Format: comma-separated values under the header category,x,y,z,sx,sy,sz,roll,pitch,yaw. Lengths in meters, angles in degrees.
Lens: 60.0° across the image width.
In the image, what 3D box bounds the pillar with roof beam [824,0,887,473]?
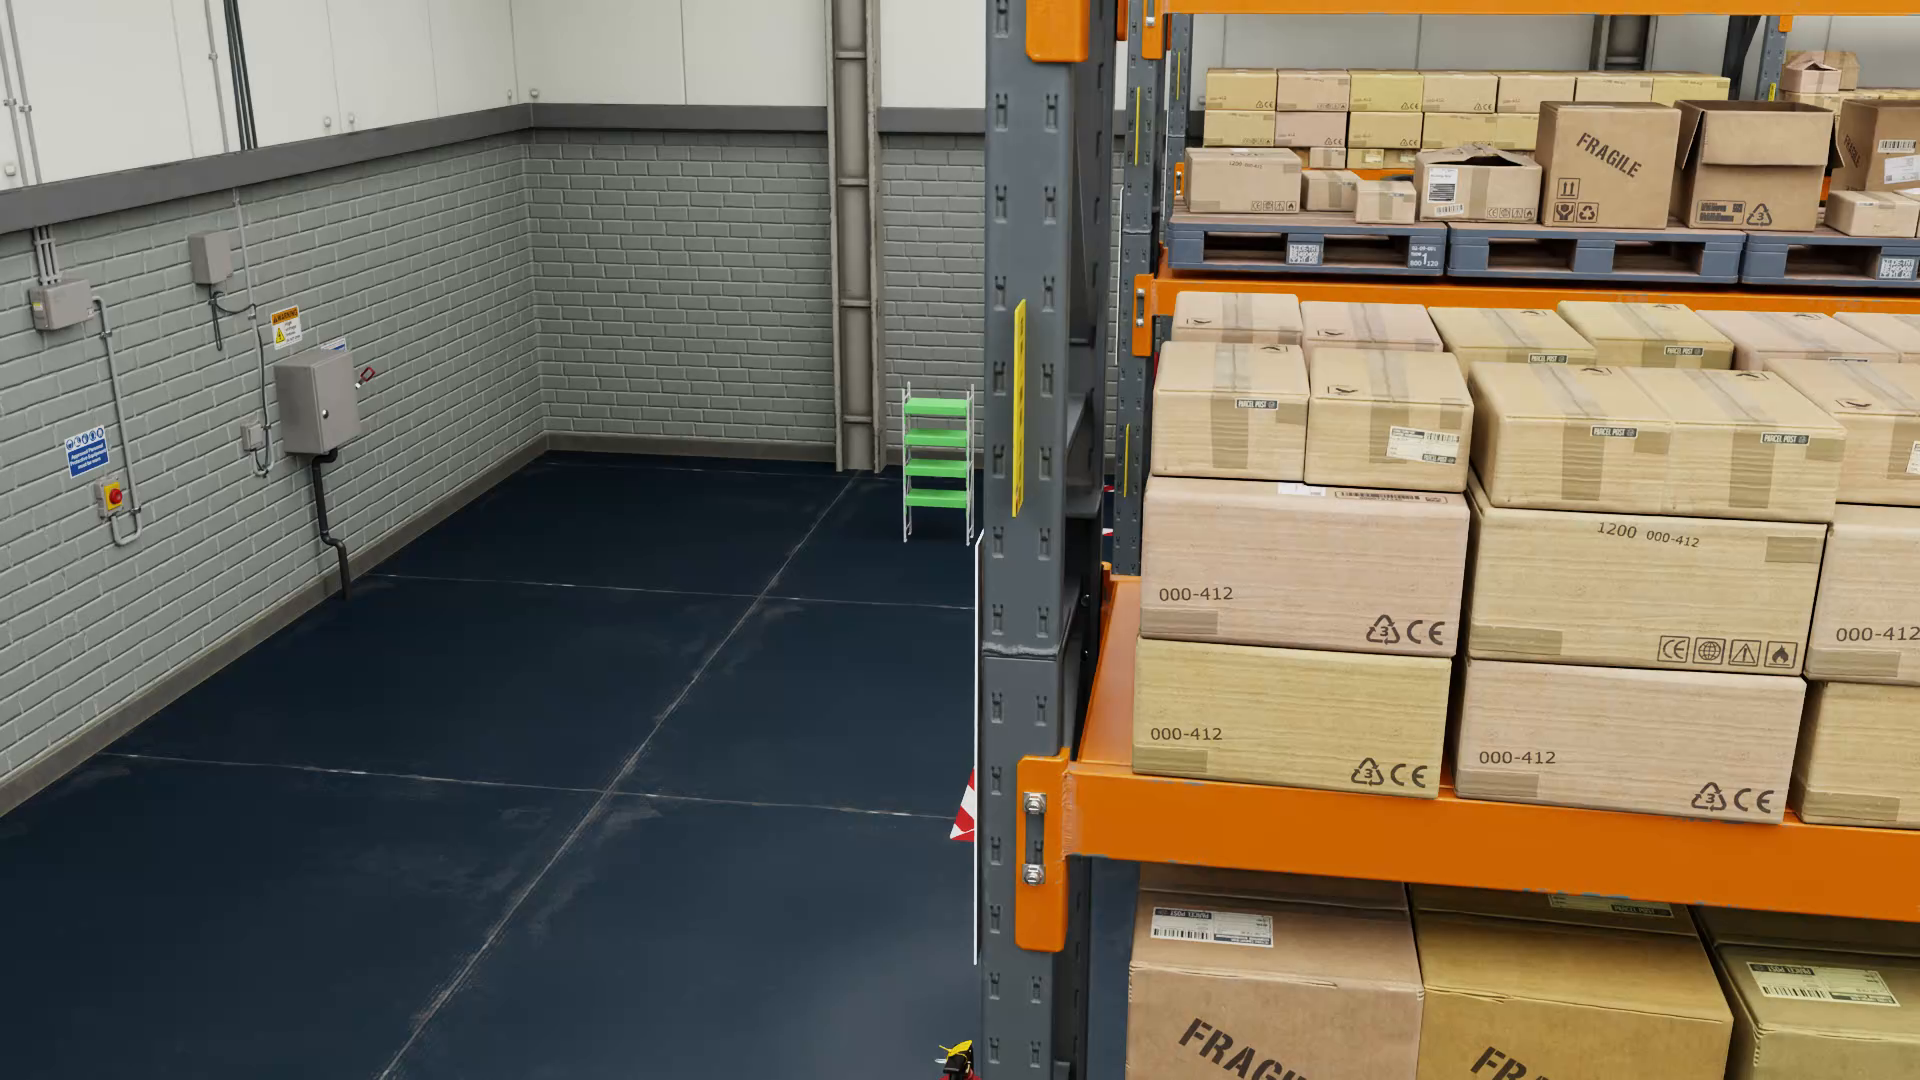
category,x,y,z,sx,sy,sz,roll,pitch,yaw
pillar with roof beam,-1.555,-3.562,9.267,0.400,9.000,9.100,3,19,9

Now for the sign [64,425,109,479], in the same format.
category,x,y,z,sx,sy,sz,roll,pitch,yaw
sign,-4.776,-0.485,9.100,0.001,0.218,0.327,3,19,9

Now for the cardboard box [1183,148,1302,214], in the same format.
category,x,y,z,sx,sy,sz,roll,pitch,yaw
cardboard box,1.322,-1.696,7.834,0.500,0.250,0.500,1,19,4

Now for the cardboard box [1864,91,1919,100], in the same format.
category,x,y,z,sx,sy,sz,roll,pitch,yaw
cardboard box,6.340,-2.968,11.326,0.250,0.149,0.380,3,19,8

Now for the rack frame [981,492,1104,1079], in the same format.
category,x,y,z,sx,sy,sz,roll,pitch,yaw
rack frame,0.178,1.463,3.702,0.127,3.000,1.000,3,19,9

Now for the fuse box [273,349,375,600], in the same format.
category,x,y,z,sx,sy,sz,roll,pitch,yaw
fuse box,-4.230,-0.409,11.328,0.414,1.711,0.539,3,19,9

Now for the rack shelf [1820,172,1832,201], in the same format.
category,x,y,z,sx,sy,sz,roll,pitch,yaw
rack shelf,7.571,-2.427,11.736,4.000,0.370,1.077,3,19,9

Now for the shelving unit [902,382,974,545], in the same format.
category,x,y,z,sx,sy,sz,roll,pitch,yaw
shelving unit,-0.163,-0.577,12.638,0.503,1.200,0.258,3,19,9

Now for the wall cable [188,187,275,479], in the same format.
category,x,y,z,sx,sy,sz,roll,pitch,yaw
wall cable,-4.494,-1.296,10.347,0.122,1.984,0.588,3,19,9

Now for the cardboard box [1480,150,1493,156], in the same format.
category,x,y,z,sx,sy,sz,roll,pitch,yaw
cardboard box,3.670,-2.744,11.944,0.250,0.149,0.380,3,19,10

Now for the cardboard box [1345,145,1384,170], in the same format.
category,x,y,z,sx,sy,sz,roll,pitch,yaw
cardboard box,2.928,-2.783,12.063,0.250,0.149,0.380,3,19,8

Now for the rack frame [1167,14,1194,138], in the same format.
category,x,y,z,sx,sy,sz,roll,pitch,yaw
rack frame,1.647,-4.493,12.049,0.127,3.000,1.000,3,19,9

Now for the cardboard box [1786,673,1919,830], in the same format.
category,x,y,z,sx,sy,sz,roll,pitch,yaw
cardboard box,1.611,0.264,2.795,0.500,0.250,0.500,2,19,7

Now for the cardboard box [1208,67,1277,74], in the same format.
category,x,y,z,sx,sy,sz,roll,pitch,yaw
cardboard box,2.130,-3.442,12.616,0.500,0.250,0.500,2,19,7

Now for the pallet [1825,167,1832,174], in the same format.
category,x,y,z,sx,sy,sz,roll,pitch,yaw
pallet,6.229,-2.725,11.789,1.003,0.211,1.213,3,19,9

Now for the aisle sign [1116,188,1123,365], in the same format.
category,x,y,z,sx,sy,sz,roll,pitch,yaw
aisle sign,0.746,-1.238,7.679,0.004,0.787,0.394,3,19,9

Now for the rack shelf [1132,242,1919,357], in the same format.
category,x,y,z,sx,sy,sz,roll,pitch,yaw
rack shelf,2.838,-1.073,7.690,4.000,0.370,1.077,3,19,9

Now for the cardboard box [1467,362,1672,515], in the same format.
category,x,y,z,sx,sy,sz,roll,pitch,yaw
cardboard box,0.967,-0.172,2.681,0.250,0.149,0.380,3,19,9

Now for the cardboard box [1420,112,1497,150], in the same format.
category,x,y,z,sx,sy,sz,roll,pitch,yaw
cardboard box,3.565,-2.965,11.977,0.500,0.250,0.500,3,19,8

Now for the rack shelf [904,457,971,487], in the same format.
category,x,y,z,sx,sy,sz,roll,pitch,yaw
rack shelf,-0.163,-0.517,12.658,0.480,0.148,0.258,3,19,9

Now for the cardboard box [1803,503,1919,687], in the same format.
category,x,y,z,sx,sy,sz,roll,pitch,yaw
cardboard box,1.583,0.033,2.697,0.500,0.250,0.500,3,19,9

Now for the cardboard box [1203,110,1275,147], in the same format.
category,x,y,z,sx,sy,sz,roll,pitch,yaw
cardboard box,2.042,-3.032,12.179,0.500,0.250,0.500,3,19,8

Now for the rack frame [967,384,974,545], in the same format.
category,x,y,z,sx,sy,sz,roll,pitch,yaw
rack frame,0.077,-0.565,12.601,0.015,1.200,0.240,3,19,9

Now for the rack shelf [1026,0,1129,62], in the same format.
category,x,y,z,sx,sy,sz,roll,pitch,yaw
rack shelf,2.153,-0.938,2.564,4.000,0.370,1.077,3,19,9

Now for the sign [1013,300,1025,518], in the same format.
category,x,y,z,sx,sy,sz,roll,pitch,yaw
sign,0.092,-0.204,2.580,0.005,0.325,0.100,3,19,9

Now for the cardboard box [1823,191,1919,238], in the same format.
category,x,y,z,sx,sy,sz,roll,pitch,yaw
cardboard box,3.870,-1.386,7.068,0.250,0.149,0.380,3,19,10

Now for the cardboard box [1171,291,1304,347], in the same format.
category,x,y,z,sx,sy,sz,roll,pitch,yaw
cardboard box,0.553,-0.390,3.333,0.250,0.149,0.380,3,19,8

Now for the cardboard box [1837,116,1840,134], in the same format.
category,x,y,z,sx,sy,sz,roll,pitch,yaw
cardboard box,6.078,-2.833,11.392,0.250,0.149,0.380,3,19,9

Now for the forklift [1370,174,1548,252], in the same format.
category,x,y,z,sx,sy,sz,roll,pitch,yaw
forklift,3.210,-0.767,10.477,3.031,2.935,1.130,2,19,7

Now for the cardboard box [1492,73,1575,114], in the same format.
category,x,y,z,sx,sy,sz,roll,pitch,yaw
cardboard box,4.058,-3.177,11.823,0.500,0.250,0.500,3,19,10

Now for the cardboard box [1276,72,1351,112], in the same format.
category,x,y,z,sx,sy,sz,roll,pitch,yaw
cardboard box,2.544,-3.245,12.026,0.500,0.250,0.500,3,19,8

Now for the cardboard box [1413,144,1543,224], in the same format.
category,x,y,z,sx,sy,sz,roll,pitch,yaw
cardboard box,2.333,-1.628,7.536,0.500,0.311,0.500,3,19,10

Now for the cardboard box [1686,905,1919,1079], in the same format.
category,x,y,z,sx,sy,sz,roll,pitch,yaw
cardboard box,1.588,0.963,2.996,0.500,0.500,0.500,2,19,7

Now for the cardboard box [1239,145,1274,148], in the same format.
category,x,y,z,sx,sy,sz,roll,pitch,yaw
cardboard box,2.188,-2.857,12.284,0.250,0.149,0.380,3,19,10

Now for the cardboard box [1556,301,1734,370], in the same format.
category,x,y,z,sx,sy,sz,roll,pitch,yaw
cardboard box,1.312,-0.354,3.228,0.250,0.149,0.380,3,19,10

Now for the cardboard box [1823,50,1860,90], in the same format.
category,x,y,z,sx,sy,sz,roll,pitch,yaw
cardboard box,6.176,-3.337,11.777,0.258,0.266,0.396,3,19,9

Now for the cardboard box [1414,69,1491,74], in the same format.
category,x,y,z,sx,sy,sz,roll,pitch,yaw
cardboard box,3.644,-3.360,12.369,0.500,0.250,0.500,3,19,9

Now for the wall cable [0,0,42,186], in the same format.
category,x,y,z,sx,sy,sz,roll,pitch,yaw
wall cable,-4.798,-3.136,7.992,0.029,3.000,0.463,3,19,9

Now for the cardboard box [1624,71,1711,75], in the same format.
category,x,y,z,sx,sy,sz,roll,pitch,yaw
cardboard box,5.153,-3.290,12.161,0.500,0.250,0.500,3,19,8
